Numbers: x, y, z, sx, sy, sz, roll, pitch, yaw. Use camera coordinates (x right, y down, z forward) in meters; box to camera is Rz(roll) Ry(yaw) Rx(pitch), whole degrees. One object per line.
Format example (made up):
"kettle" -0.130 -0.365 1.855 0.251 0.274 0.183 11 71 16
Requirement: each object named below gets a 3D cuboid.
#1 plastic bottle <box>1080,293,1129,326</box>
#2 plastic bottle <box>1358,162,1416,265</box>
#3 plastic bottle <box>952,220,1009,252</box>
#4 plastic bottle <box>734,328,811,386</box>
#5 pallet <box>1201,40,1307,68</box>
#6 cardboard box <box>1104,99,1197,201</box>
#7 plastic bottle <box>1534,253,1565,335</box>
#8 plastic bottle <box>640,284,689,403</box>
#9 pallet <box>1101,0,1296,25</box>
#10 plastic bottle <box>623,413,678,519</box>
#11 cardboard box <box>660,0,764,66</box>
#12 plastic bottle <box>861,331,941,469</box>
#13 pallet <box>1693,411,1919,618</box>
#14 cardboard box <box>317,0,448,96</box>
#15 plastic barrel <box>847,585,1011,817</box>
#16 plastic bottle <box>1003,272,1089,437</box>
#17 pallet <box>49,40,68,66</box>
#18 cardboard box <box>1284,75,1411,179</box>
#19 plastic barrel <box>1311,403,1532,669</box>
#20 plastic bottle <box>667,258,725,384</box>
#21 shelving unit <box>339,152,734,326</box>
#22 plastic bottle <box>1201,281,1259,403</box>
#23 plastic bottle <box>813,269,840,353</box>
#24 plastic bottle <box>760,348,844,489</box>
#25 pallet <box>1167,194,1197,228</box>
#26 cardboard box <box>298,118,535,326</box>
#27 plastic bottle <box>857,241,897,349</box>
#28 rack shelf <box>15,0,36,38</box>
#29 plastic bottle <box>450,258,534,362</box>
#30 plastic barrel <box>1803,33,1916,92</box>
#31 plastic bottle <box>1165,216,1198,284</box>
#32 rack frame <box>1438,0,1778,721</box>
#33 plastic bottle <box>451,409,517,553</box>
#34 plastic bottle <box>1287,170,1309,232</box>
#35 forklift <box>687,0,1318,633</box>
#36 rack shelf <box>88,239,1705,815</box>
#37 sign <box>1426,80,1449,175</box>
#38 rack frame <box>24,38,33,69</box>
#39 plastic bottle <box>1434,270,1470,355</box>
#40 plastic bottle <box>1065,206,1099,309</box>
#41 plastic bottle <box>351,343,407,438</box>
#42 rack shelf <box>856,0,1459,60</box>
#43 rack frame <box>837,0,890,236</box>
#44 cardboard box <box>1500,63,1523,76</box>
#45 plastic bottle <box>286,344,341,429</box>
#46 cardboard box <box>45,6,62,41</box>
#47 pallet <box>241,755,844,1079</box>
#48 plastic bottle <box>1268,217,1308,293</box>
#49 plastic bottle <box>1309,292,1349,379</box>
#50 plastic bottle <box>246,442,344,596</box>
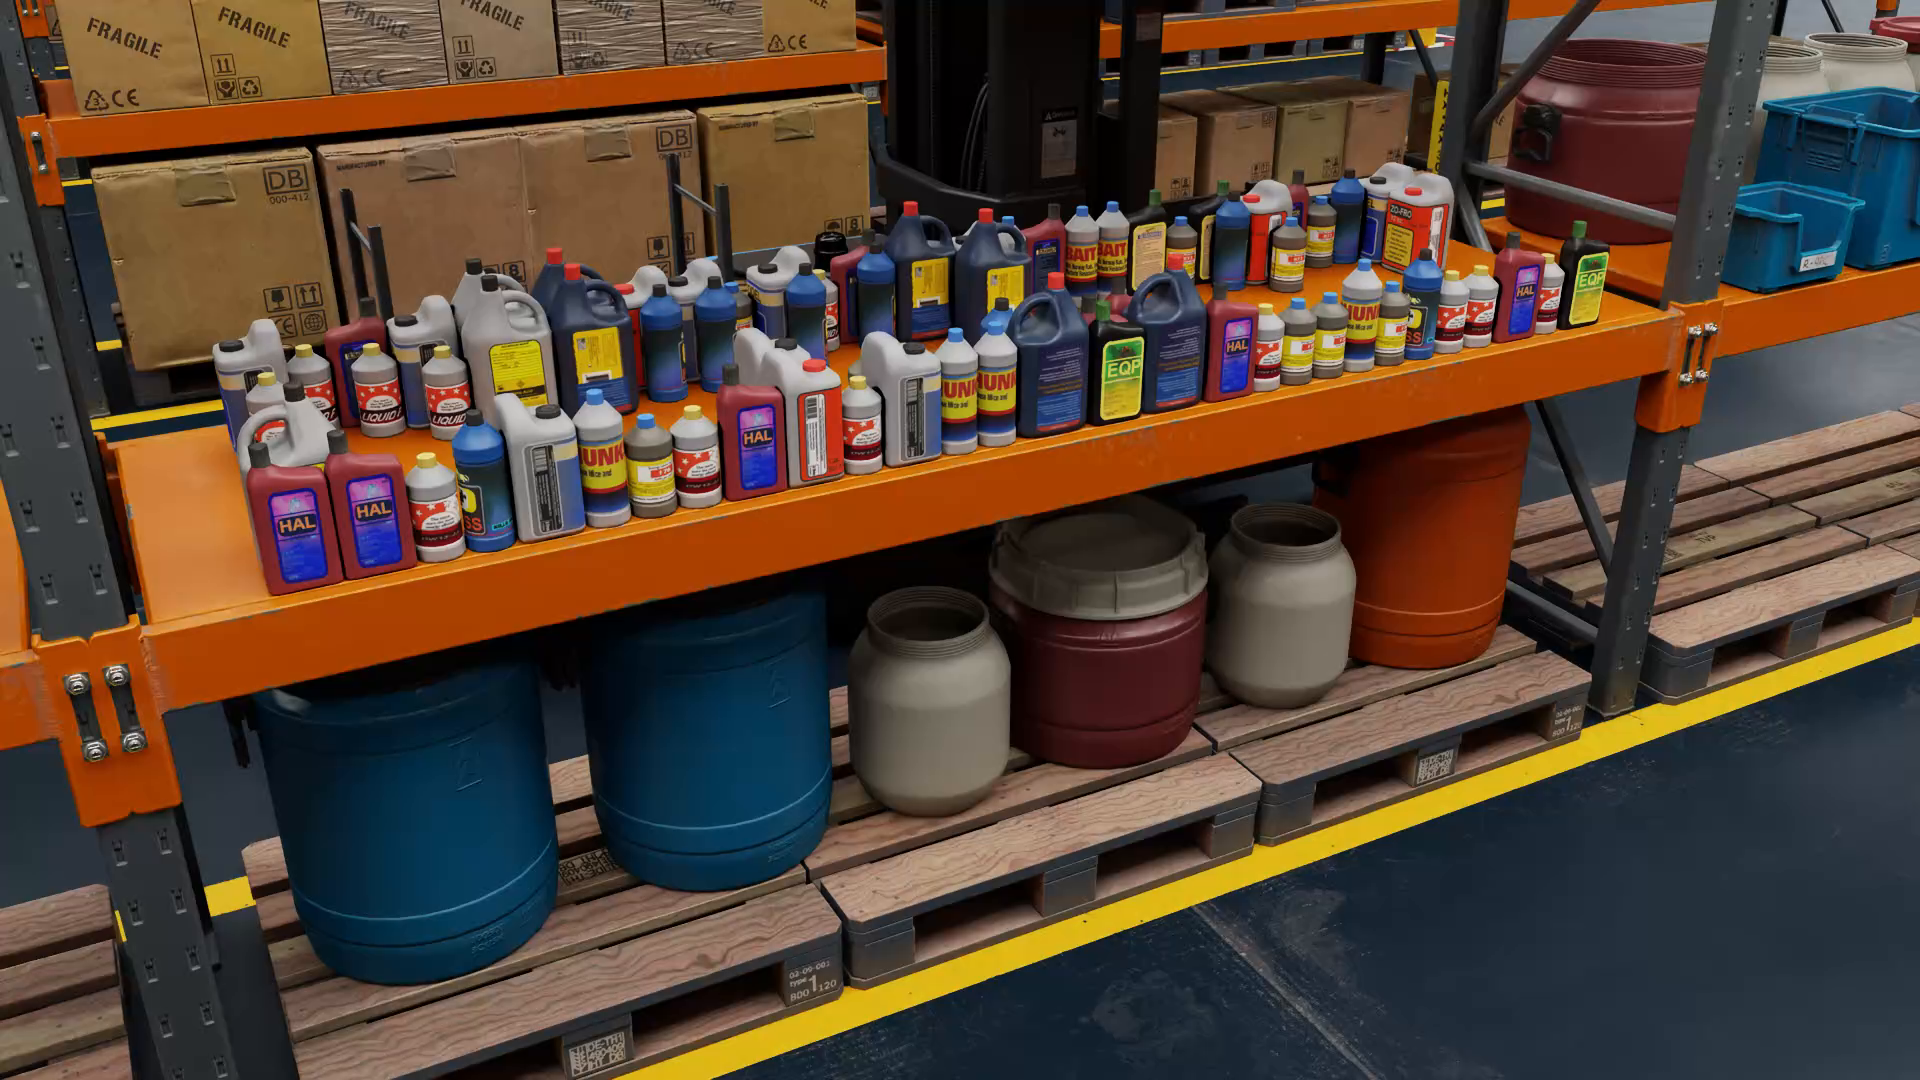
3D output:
"plastic bottle" 0.321 -0.429 3.813 0.133 0.283 0.061 -13 29 -25
"plastic bottle" 1.262 -0.981 4.971 0.135 0.276 0.152 -13 29 -25
"plastic bottle" 0.038 -0.699 4.383 0.135 0.276 0.152 -13 29 -25
"plastic bottle" -0.401 -0.326 3.608 0.135 0.276 0.152 -13 29 -25
"pallet" 2.535 -4.741 15.880 1.213 0.211 1.003 -13 29 -25
"cardboard box" 1.027 -2.345 10.048 0.500 0.500 0.700 -11 28 -21
"plastic bottle" 1.529 -0.650 4.368 0.097 0.201 0.097 0 26 0
"plastic bottle" -0.696 -0.466 3.903 0.097 0.271 0.097 0 26 0
"pallet" 1.192 -3.225 9.724 1.213 0.211 1.003 -13 29 -25
"plastic bottle" -0.622 -0.154 3.334 0.097 0.201 0.097 0 26 0
"cardboard box" -1.297 -2.644 8.175 0.500 0.500 0.500 -13 29 -26
"plastic bottle" -0.125 -0.316 3.585 0.135 0.276 0.152 -13 29 -25
"pallet" 3.572 -0.134 6.286 1.213 0.211 1.003 -13 29 -25
"cardboard box" -2.656 -2.326 7.514 0.500 0.500 0.500 -14 29 -26
"plastic barrel" -0.081 0.416 4.307 0.421 0.512 0.421 0 26 0
"plastic bottle" 0.190 -0.420 3.716 0.185 0.351 0.144 -13 29 -25
"pallet" -8.082 -4.792 15.987 1.213 0.211 1.003 -13 29 -25
"cardboard box" 2.442 -2.662 10.709 0.500 0.500 0.700 -15 30 -29
"plastic barrel" 1.372 -0.106 5.028 0.708 0.830 0.600 -13 29 -25
"plastic bottle" -0.652 -0.539 4.051 0.135 0.276 0.152 -13 29 -25
"shelving unit" -1.286 -0.383 5.314 1.083 1.500 0.587 -13 28 -25
"plastic bottle" 0.631 -0.471 3.900 0.133 0.283 0.061 -13 29 -25
"plastic bottle" -0.358 -0.587 4.236 0.097 0.201 0.097 0 26 0
"plastic bottle" -0.329 -0.268 3.487 0.135 0.276 0.152 -13 29 -25
"pallet" 1.230 -2.041 10.258 1.213 0.211 1.003 -13 29 -25
"cardboard box" -2.721 -1.630 8.150 0.875 0.875 1.225 -14 29 -27
"plastic bottle" -0.212 -0.622 4.229 0.097 0.271 0.097 0 26 0
"rack shelf" -8.074 -3.262 10.409 4.000 0.370 1.077 -13 29 -25
"plastic bottle" -1.077 -0.477 3.835 0.185 0.351 0.144 -13 29 -25
"plastic barrel" 2.974 -1.429 5.631 0.421 0.512 0.421 0 26 0
"plastic bottle" 0.620 -0.813 4.707 0.097 0.201 0.097 0 26 0
"rack frame" 1.796 -1.002 4.870 0.127 3.000 1.000 -13 29 -25
"plastic bottle" -0.913 -0.118 3.179 0.097 0.271 0.097 0 26 0
"plastic bottle" 0.950 -0.935 4.866 0.133 0.283 0.061 -13 29 -25
"forklift" 0.558 -1.448 5.880 3.031 2.935 1.130 -13 28 -25
"rack shelf" 0.031 -0.270 4.178 4.000 0.370 1.077 -13 29 -25
"sign" 1.530 -1.284 5.270 0.005 0.325 0.100 -13 29 -25
"rack frame" -8.728 -5.863 14.996 0.127 3.000 1.000 -13 29 -25
"plastic bottle" 1.239 -0.583 4.229 0.097 0.201 0.097 0 26 0
"plastic bottle" 0.331 -0.777 4.552 0.097 0.271 0.097 0 26 0
"plastic bottle" -1.302 -0.339 3.720 0.097 0.201 0.097 0 26 0
"rack shelf" 1.230 -2.976 9.814 4.000 0.370 1.077 -13 29 -25
"rack frame" -0.535 -2.893 8.810 0.127 3.000 1.000 -13 29 -25
"cardboard box" 3.868 -2.956 11.344 0.500 0.500 0.500 -4 26 -9
"plastic bottle" -1.449 -0.335 3.712 0.097 0.201 0.097 0 26 0
"cardboard box" -8.218 -5.251 15.692 0.875 0.875 0.875 -12 28 -24
"pallet" -1.033 0.929 4.071 1.213 0.211 1.003 -13 29 -25
"plastic bottle" 0.929 -0.809 4.699 0.097 0.201 0.097 0 26 0
"plastic bottle" 0.896 -0.504 4.064 0.097 0.201 0.097 0 26 0
"plastic bottle" -1.210 -0.046 3.015 0.133 0.283 0.061 -13 29 -25
